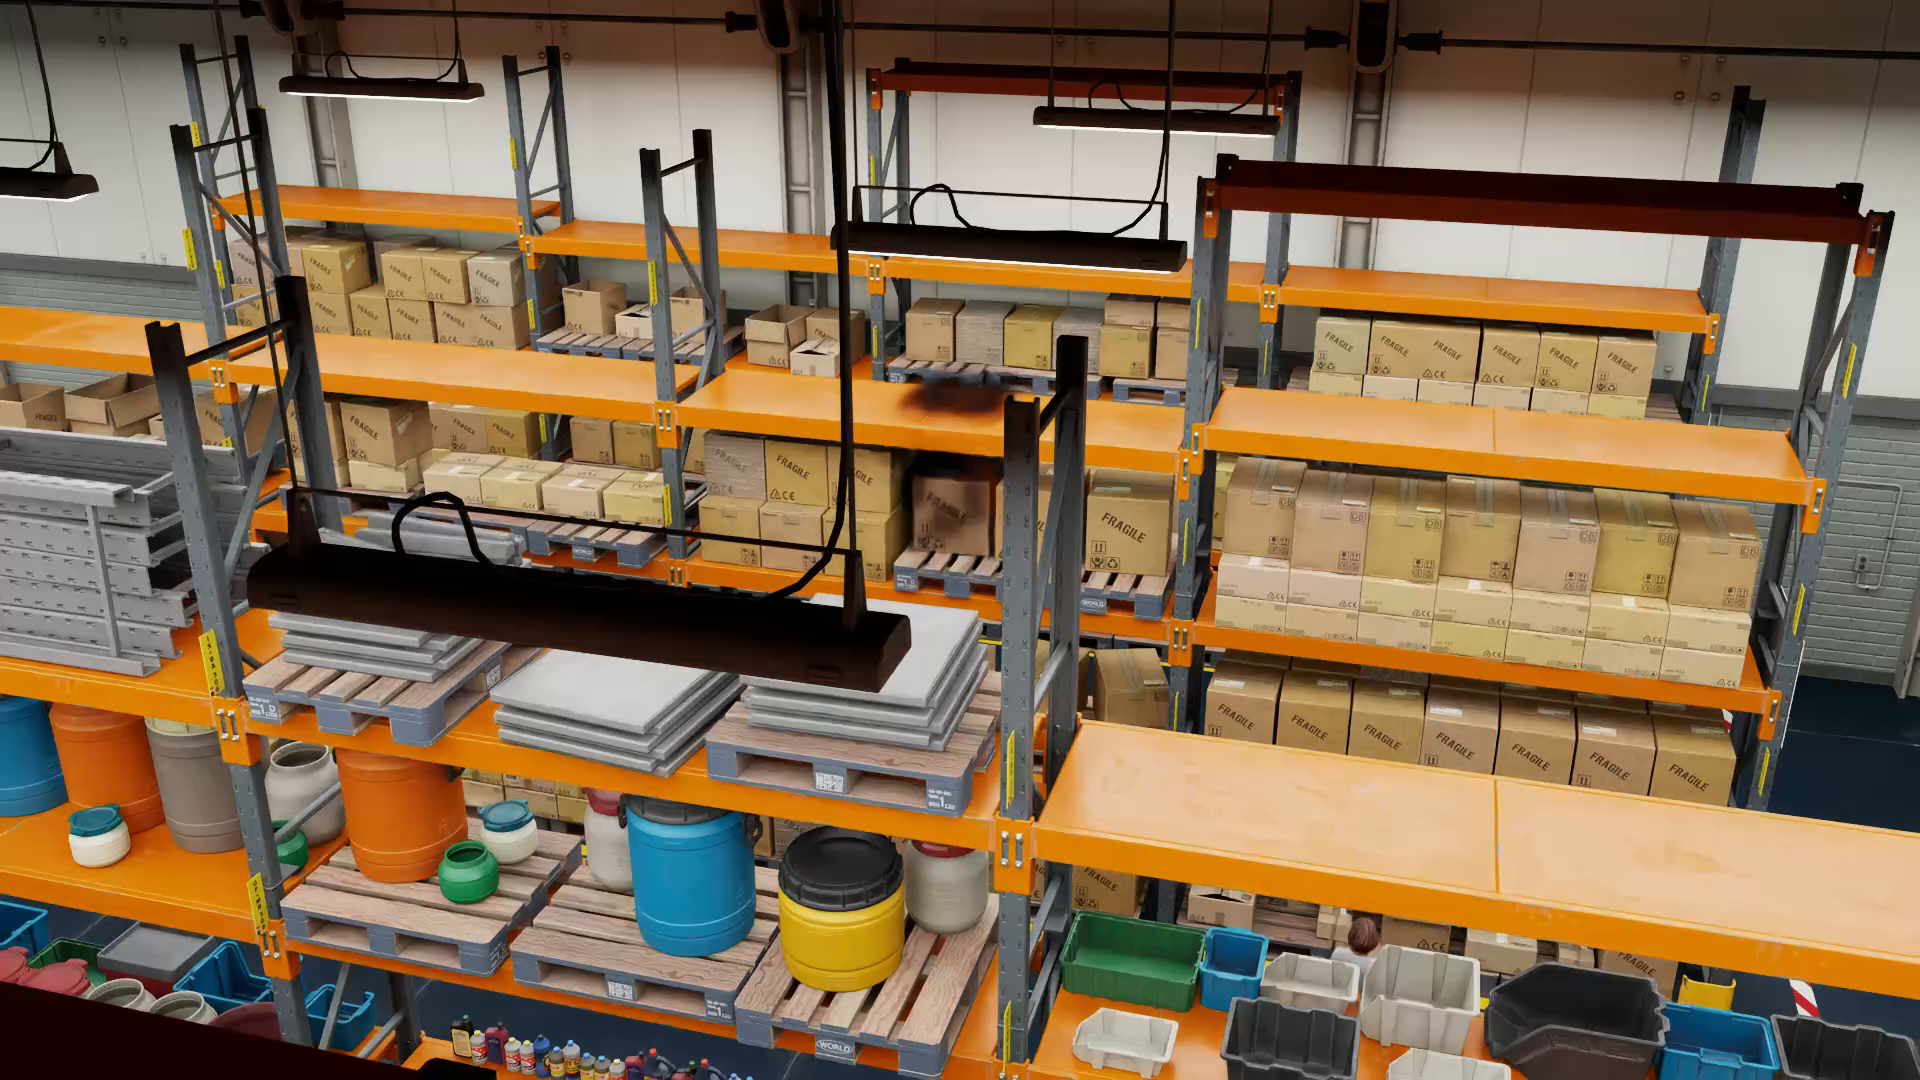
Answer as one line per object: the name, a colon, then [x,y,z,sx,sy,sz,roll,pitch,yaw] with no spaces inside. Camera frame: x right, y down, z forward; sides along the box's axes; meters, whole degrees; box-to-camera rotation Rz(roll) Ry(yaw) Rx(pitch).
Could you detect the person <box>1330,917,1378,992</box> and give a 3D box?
person: [2.580,3.175,10.930,0.430,1.598,0.365,15,27,32]
